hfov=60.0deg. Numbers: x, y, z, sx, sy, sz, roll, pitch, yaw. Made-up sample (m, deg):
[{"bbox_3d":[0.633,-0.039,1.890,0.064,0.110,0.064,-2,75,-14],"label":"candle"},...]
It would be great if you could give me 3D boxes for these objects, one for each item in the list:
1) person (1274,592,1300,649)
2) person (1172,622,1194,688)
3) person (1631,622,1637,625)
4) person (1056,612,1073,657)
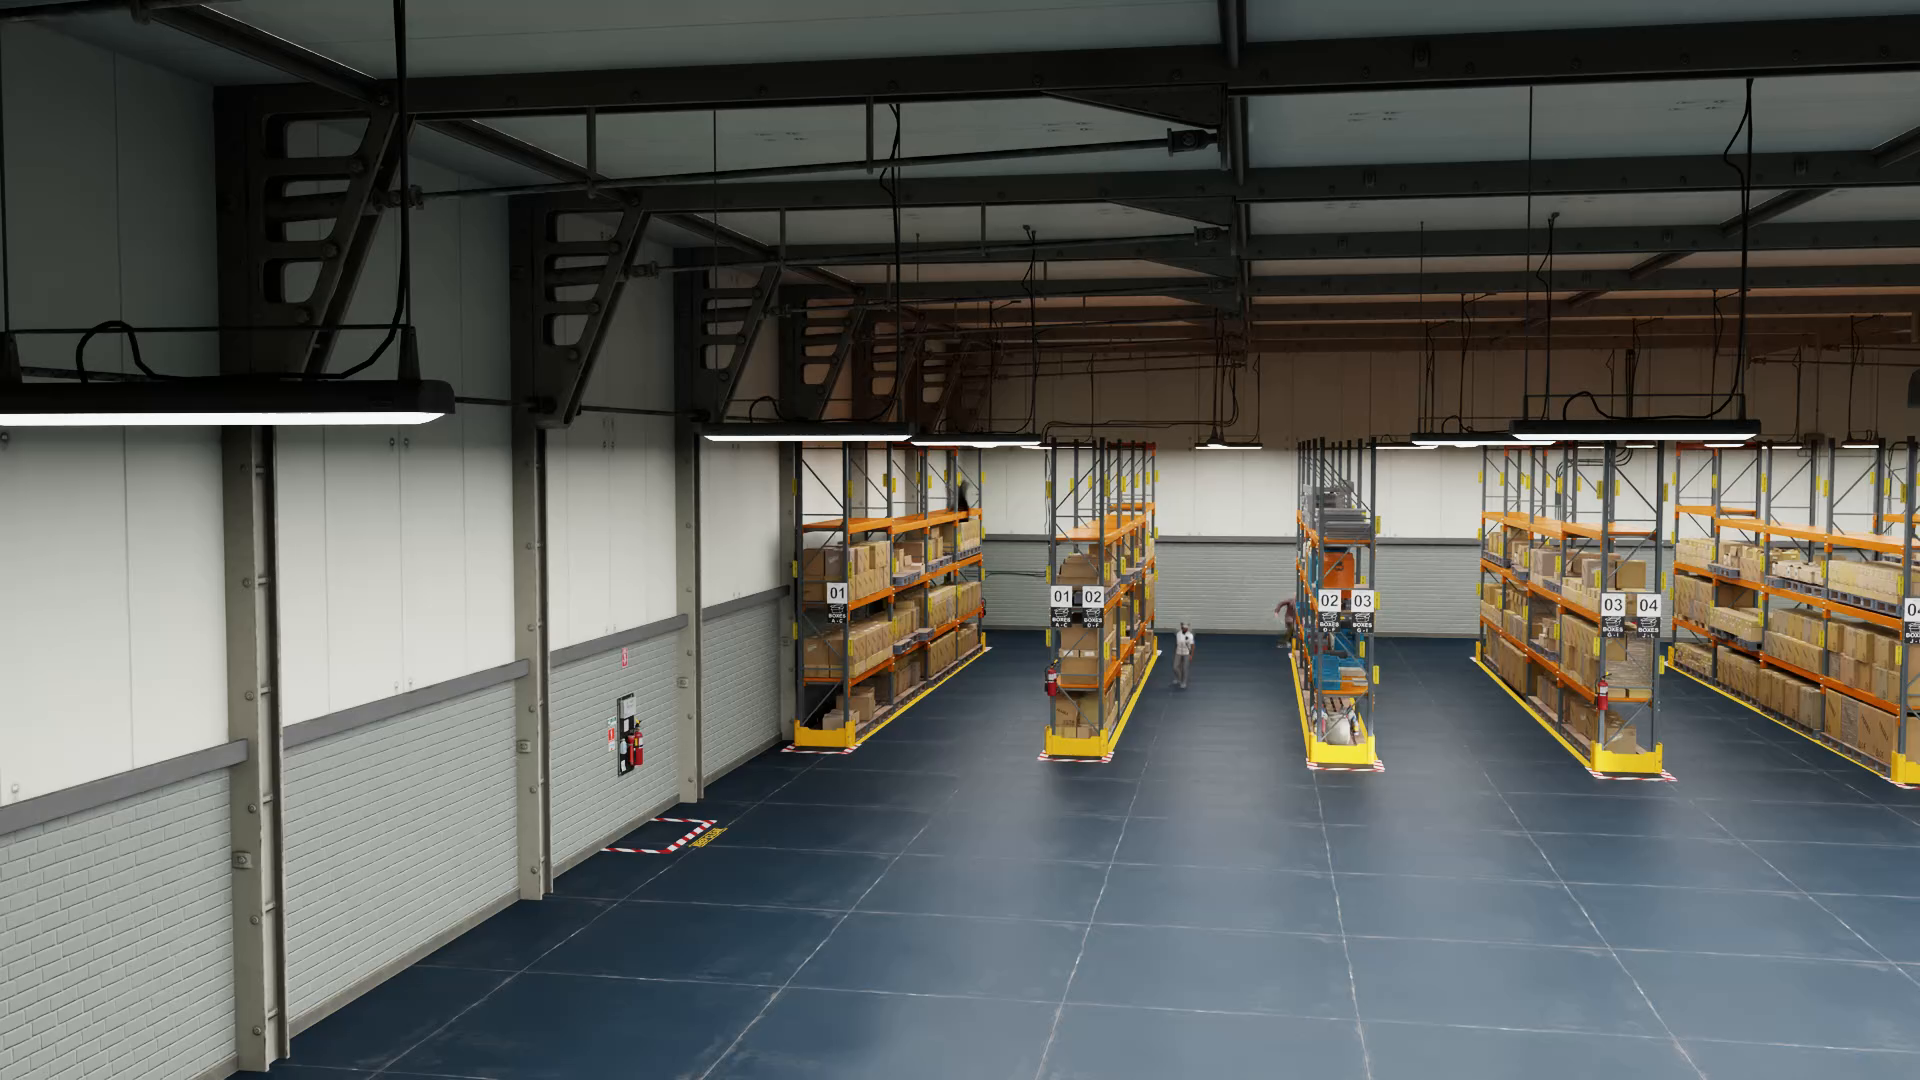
[{"bbox_3d":[9.644,2.333,48.464,0.861,1.666,0.755,-2,3,-29],"label":"person"},{"bbox_3d":[5.410,2.785,40.370,0.618,1.632,0.552,1,3,24],"label":"person"},{"bbox_3d":[17.659,2.593,43.154,0.662,1.668,0.731,2,3,28],"label":"person"},{"bbox_3d":[3.035,2.380,46.162,0.745,1.723,0.798,2,4,33],"label":"person"}]
